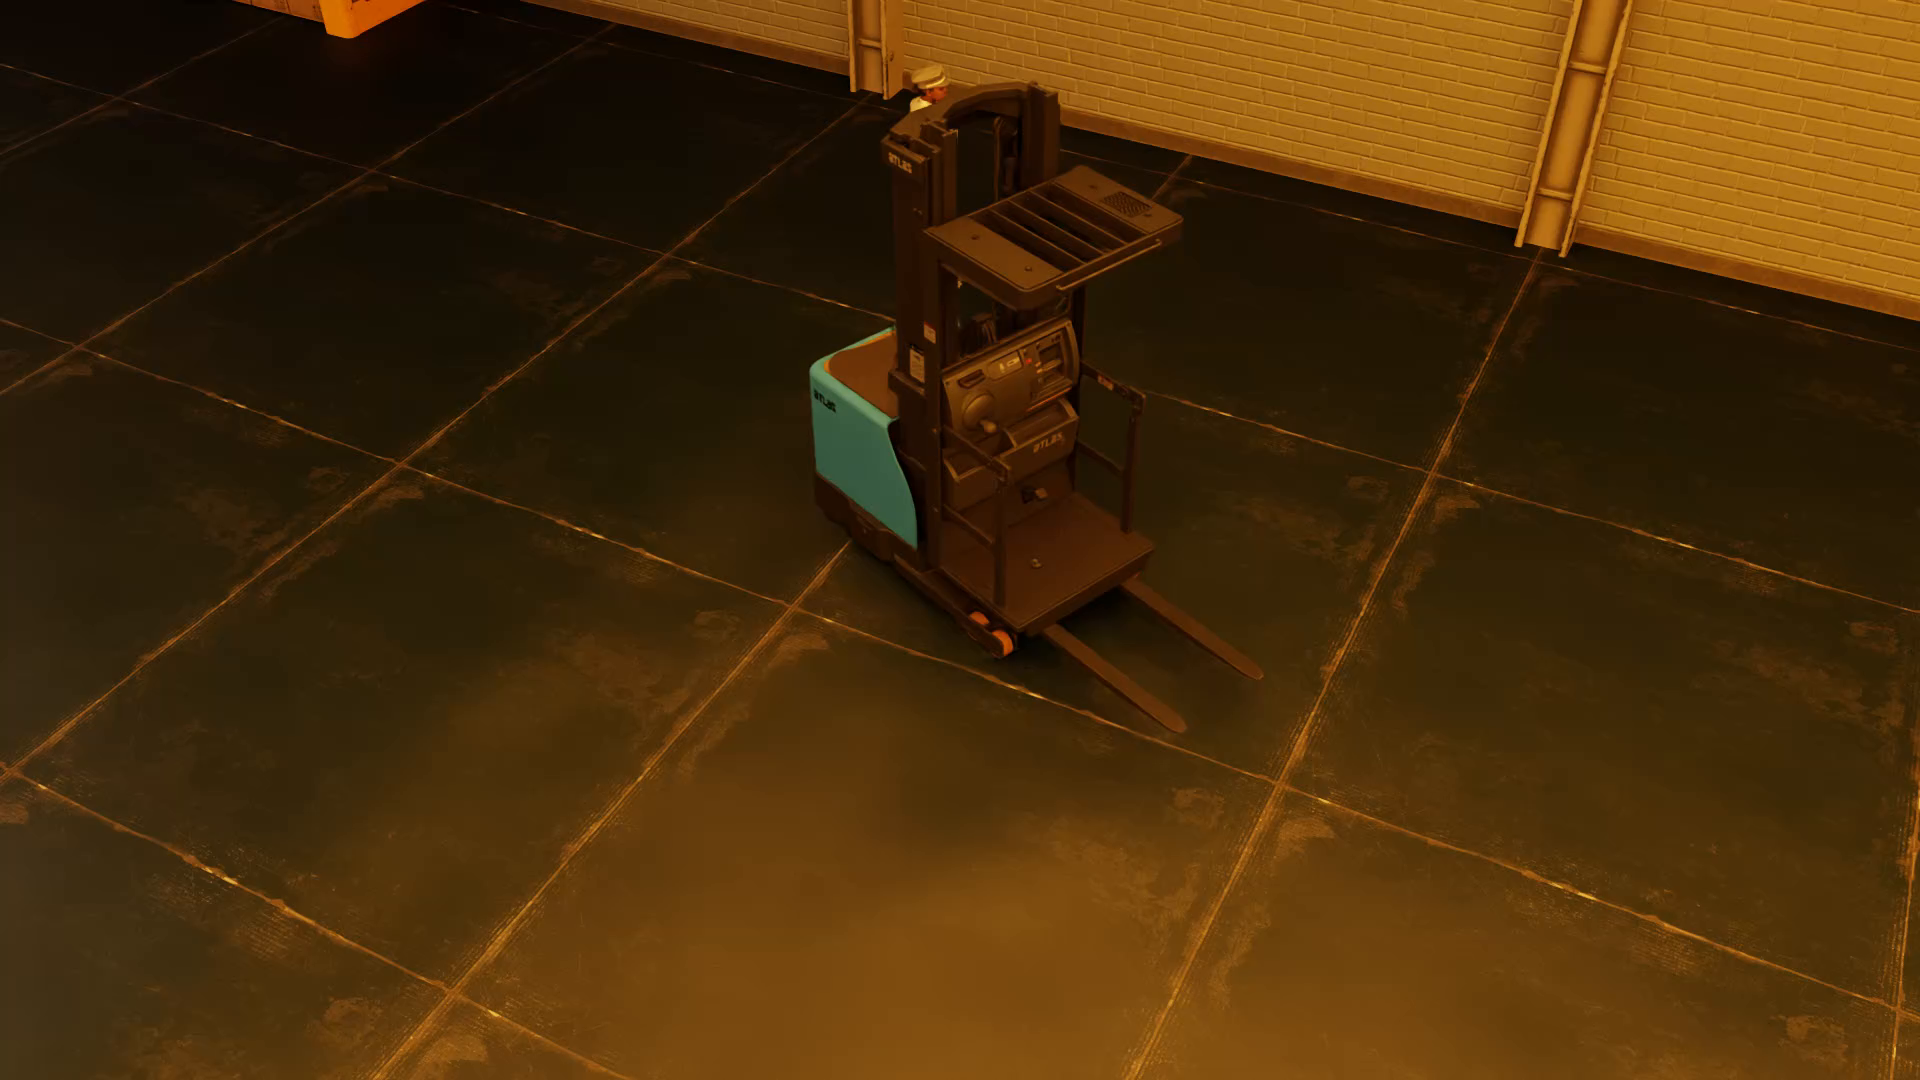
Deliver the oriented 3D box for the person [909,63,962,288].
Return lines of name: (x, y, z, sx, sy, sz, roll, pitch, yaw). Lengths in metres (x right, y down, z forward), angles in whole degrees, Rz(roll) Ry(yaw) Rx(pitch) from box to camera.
person: (-0.193, -2.652, 12.105, 0.349, 1.688, 0.475, -9, 41, -10)

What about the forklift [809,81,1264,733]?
forklift: (0.424, -0.820, 8.960, 1.130, 2.935, 3.031, -29, 48, -30)
